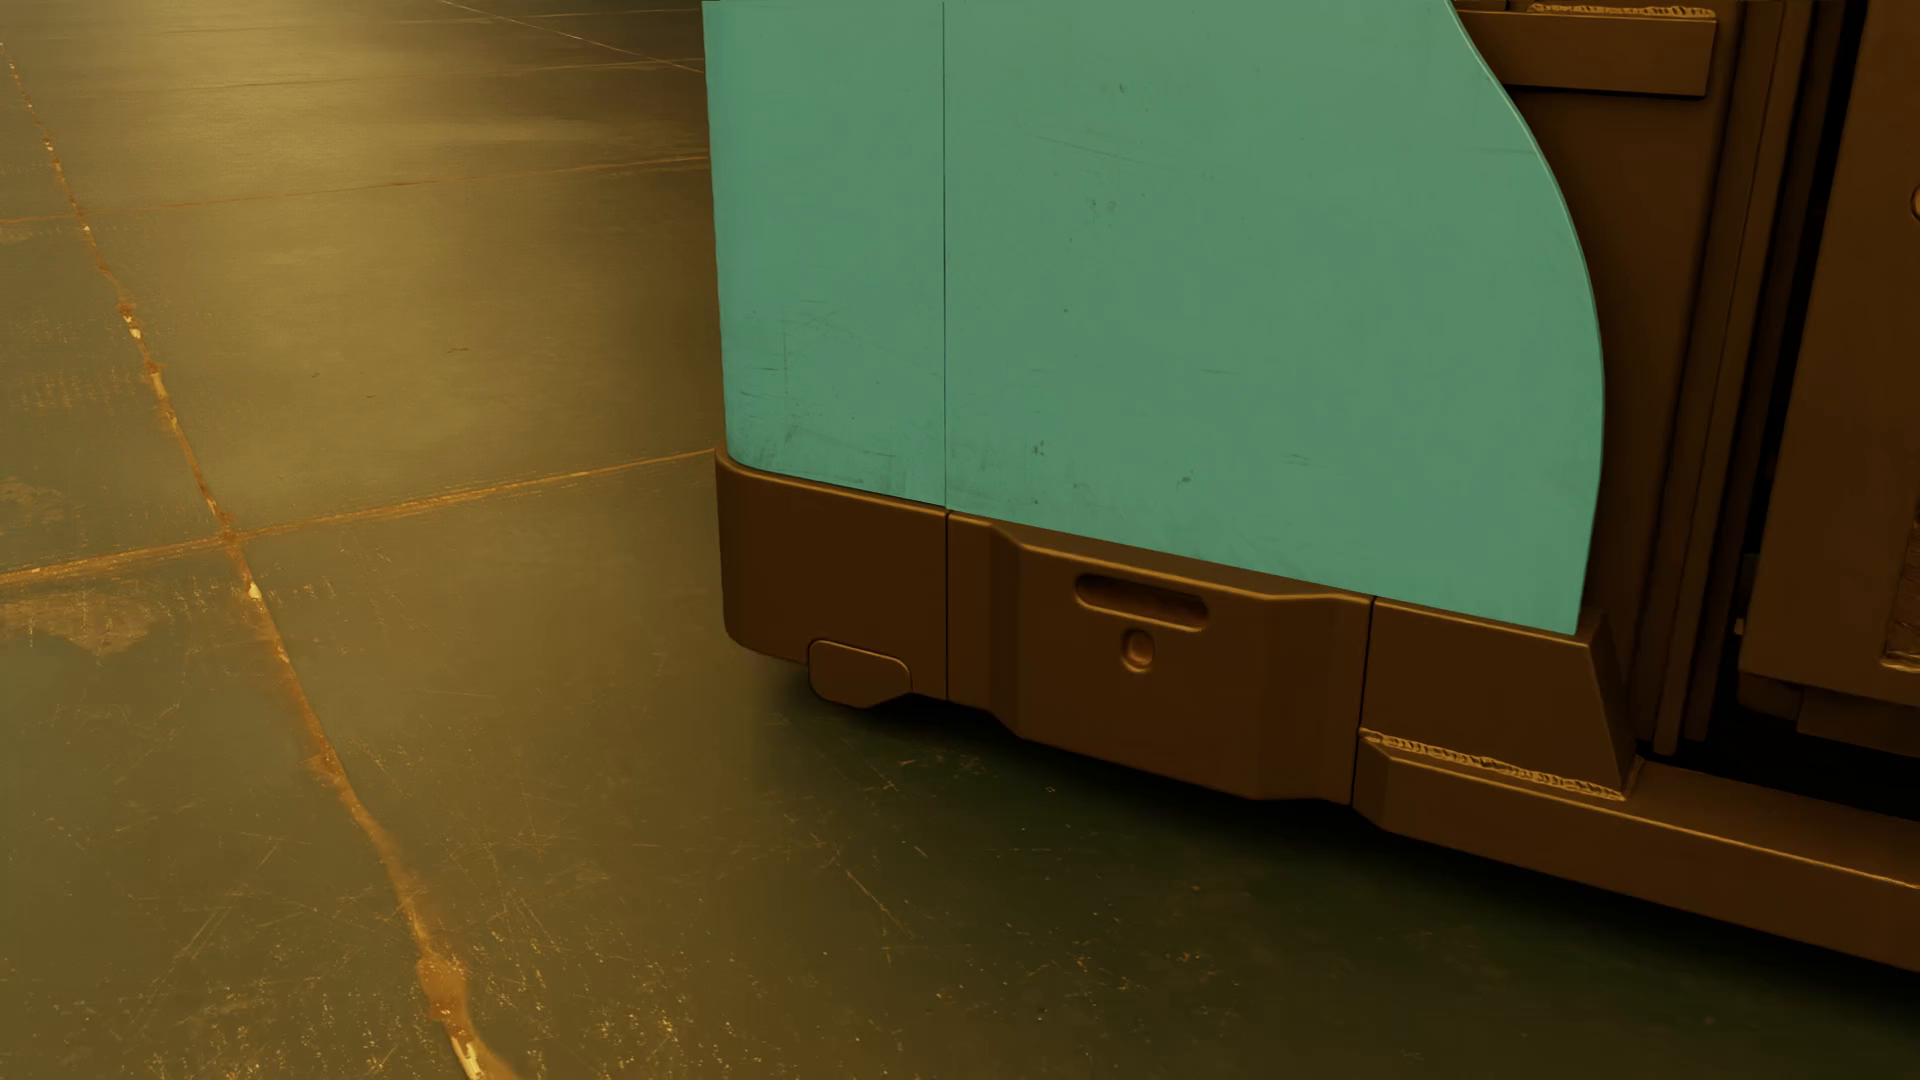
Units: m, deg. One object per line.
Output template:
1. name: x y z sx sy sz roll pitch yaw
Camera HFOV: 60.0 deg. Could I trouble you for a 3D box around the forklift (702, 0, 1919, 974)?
1. forklift: 1.232 -1.061 1.359 3.031 2.935 1.130 12 25 27
